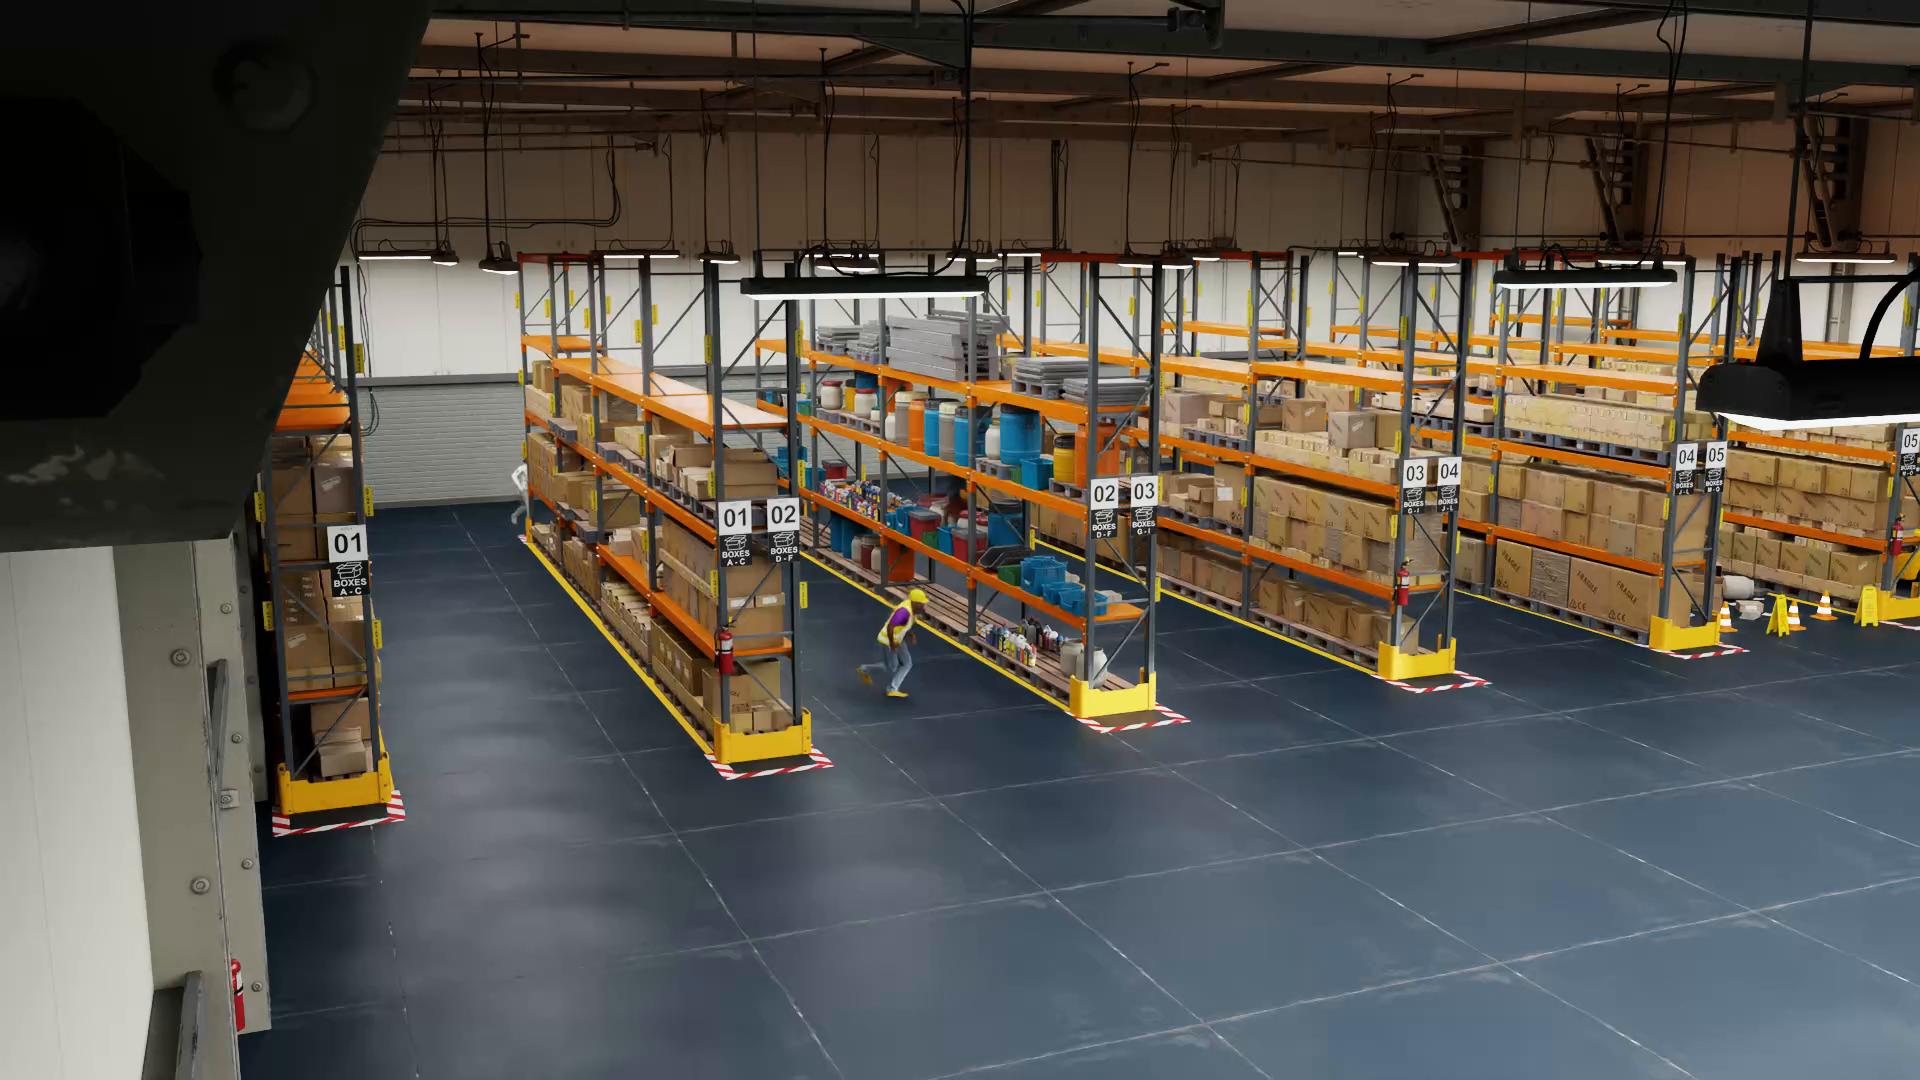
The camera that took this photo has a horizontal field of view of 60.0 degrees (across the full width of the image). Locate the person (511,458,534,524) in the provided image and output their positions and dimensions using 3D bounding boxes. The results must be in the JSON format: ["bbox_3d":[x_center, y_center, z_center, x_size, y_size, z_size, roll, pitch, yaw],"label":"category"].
[{"bbox_3d":[-9.455,-1.087,36.362,0.953,1.651,0.650,6,12,32],"label":"person"}]

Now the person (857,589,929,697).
[{"bbox_3d":[-0.938,1.423,23.000,1.074,1.559,0.708,3,11,18],"label":"person"}]
